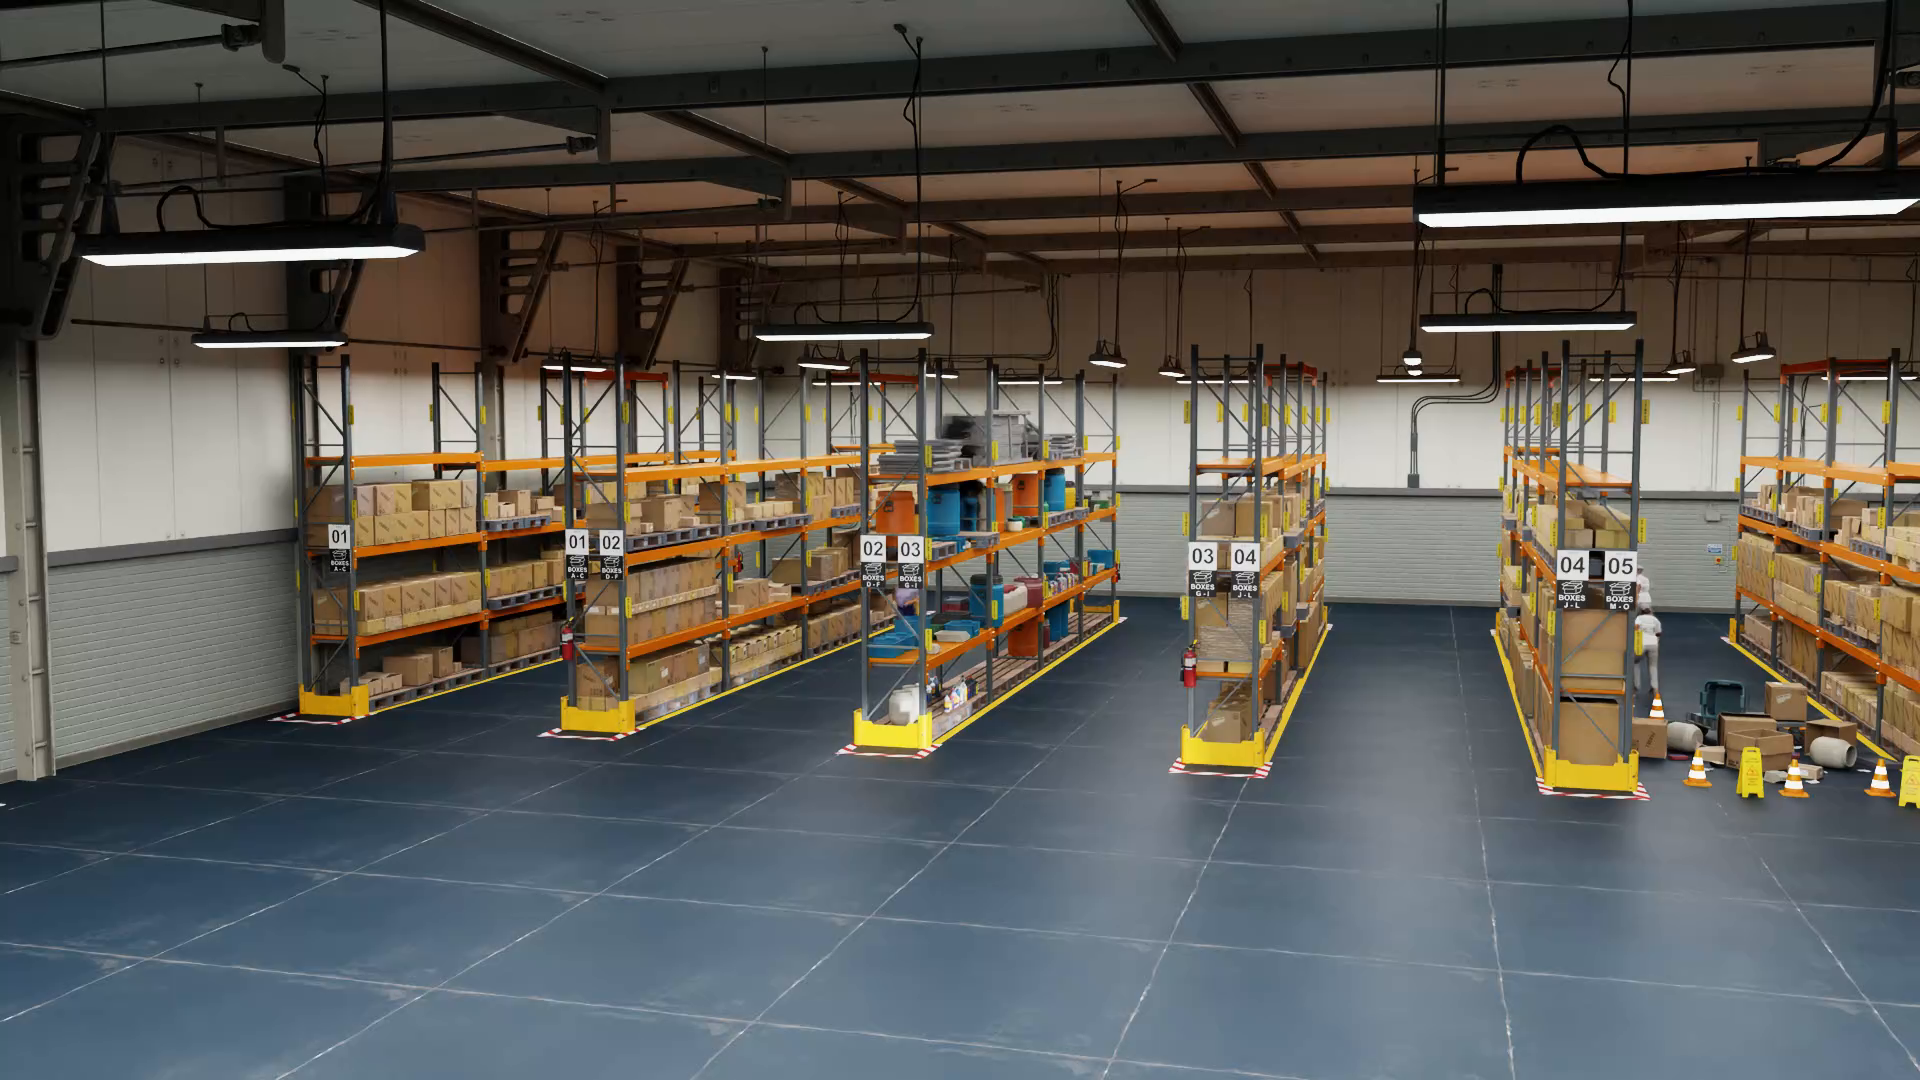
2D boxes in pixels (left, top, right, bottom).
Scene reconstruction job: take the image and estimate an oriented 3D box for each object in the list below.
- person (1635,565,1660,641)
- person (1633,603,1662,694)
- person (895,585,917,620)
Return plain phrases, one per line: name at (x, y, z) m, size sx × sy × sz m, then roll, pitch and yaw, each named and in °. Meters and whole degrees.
person at (14.837, 1.423, 36.212) m, size 0.667 × 1.773 × 0.991 m, roll -2°, pitch 5°, yaw -21°
person at (12.273, 1.969, 29.761) m, size 0.601 × 1.642 × 0.947 m, roll 1°, pitch 4°, yaw 9°
person at (-1.158, 1.551, 35.416) m, size 0.517 × 1.666 × 0.798 m, roll 0°, pitch 4°, yaw 5°
